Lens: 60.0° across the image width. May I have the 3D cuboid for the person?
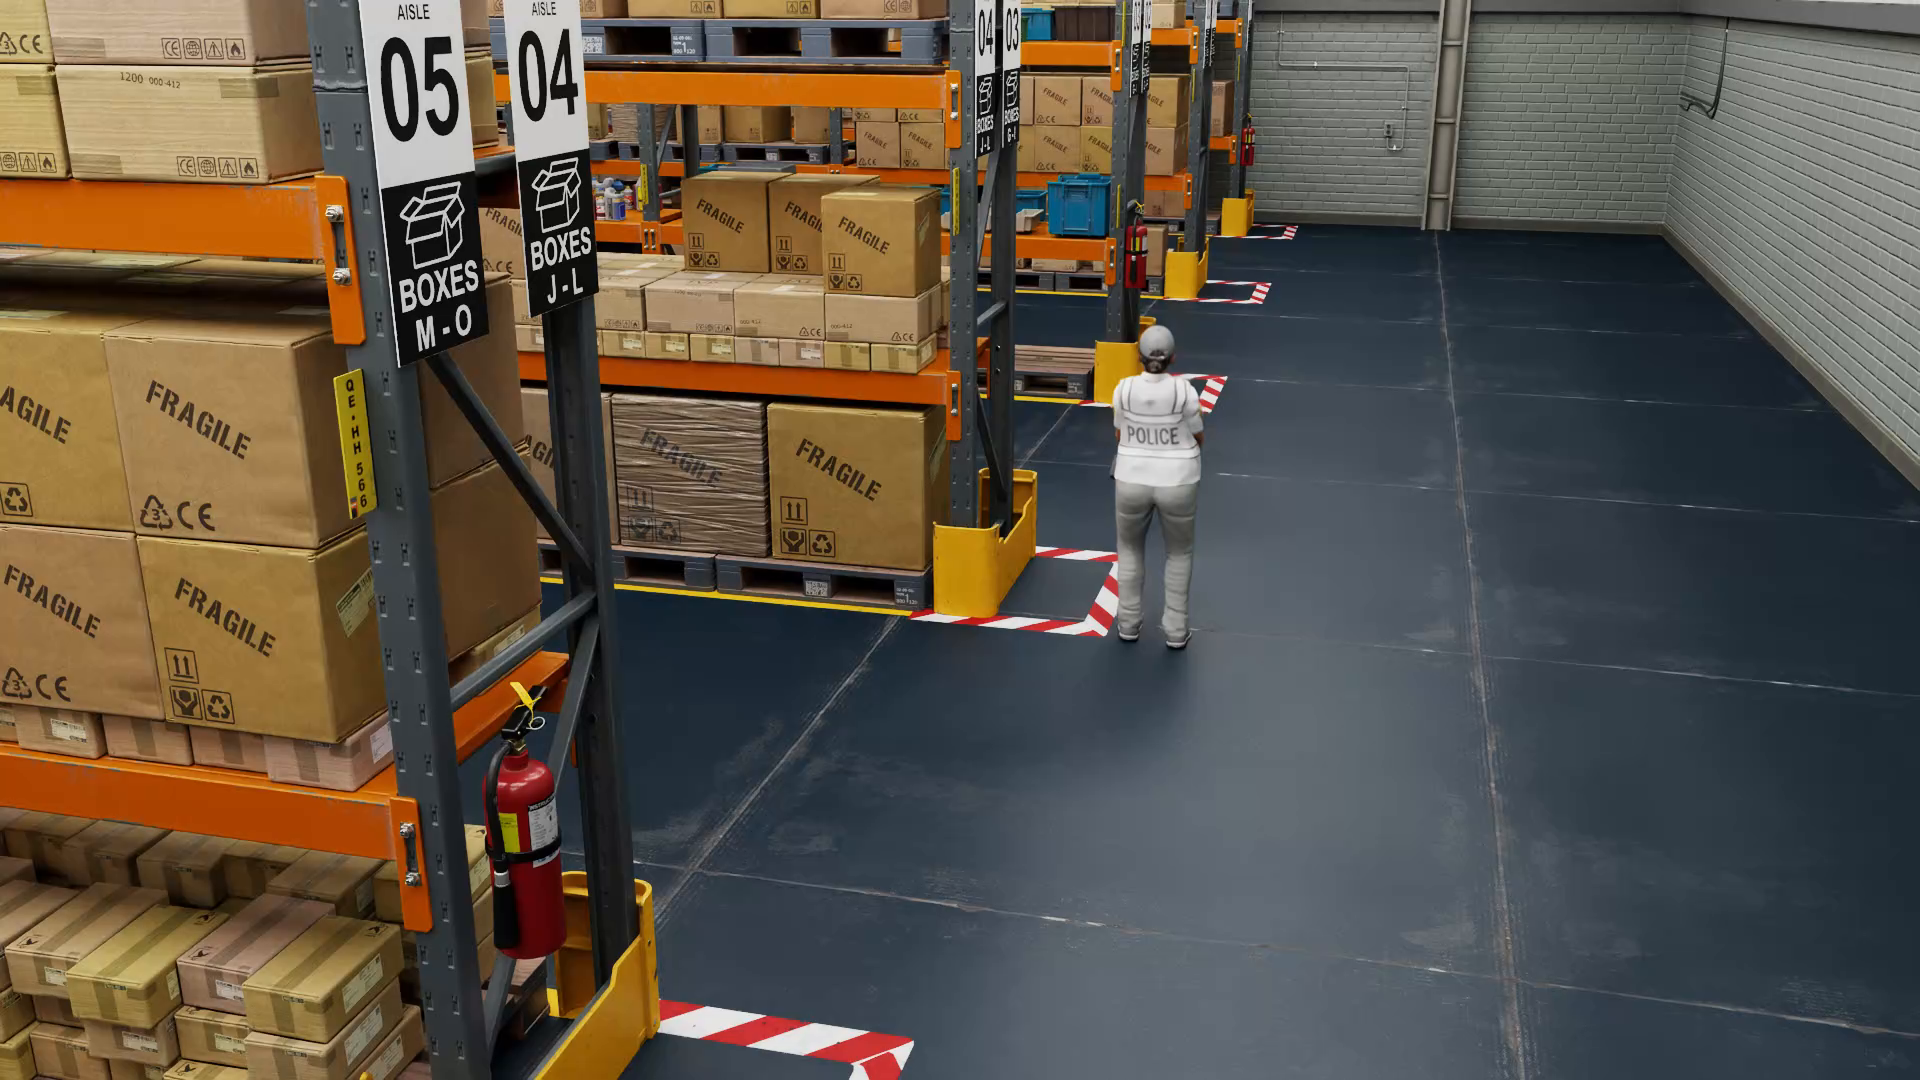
[{"bbox_3d":[0.995,-0.286,8.433,0.452,1.654,0.535,4,19,12],"label":"person"}]
